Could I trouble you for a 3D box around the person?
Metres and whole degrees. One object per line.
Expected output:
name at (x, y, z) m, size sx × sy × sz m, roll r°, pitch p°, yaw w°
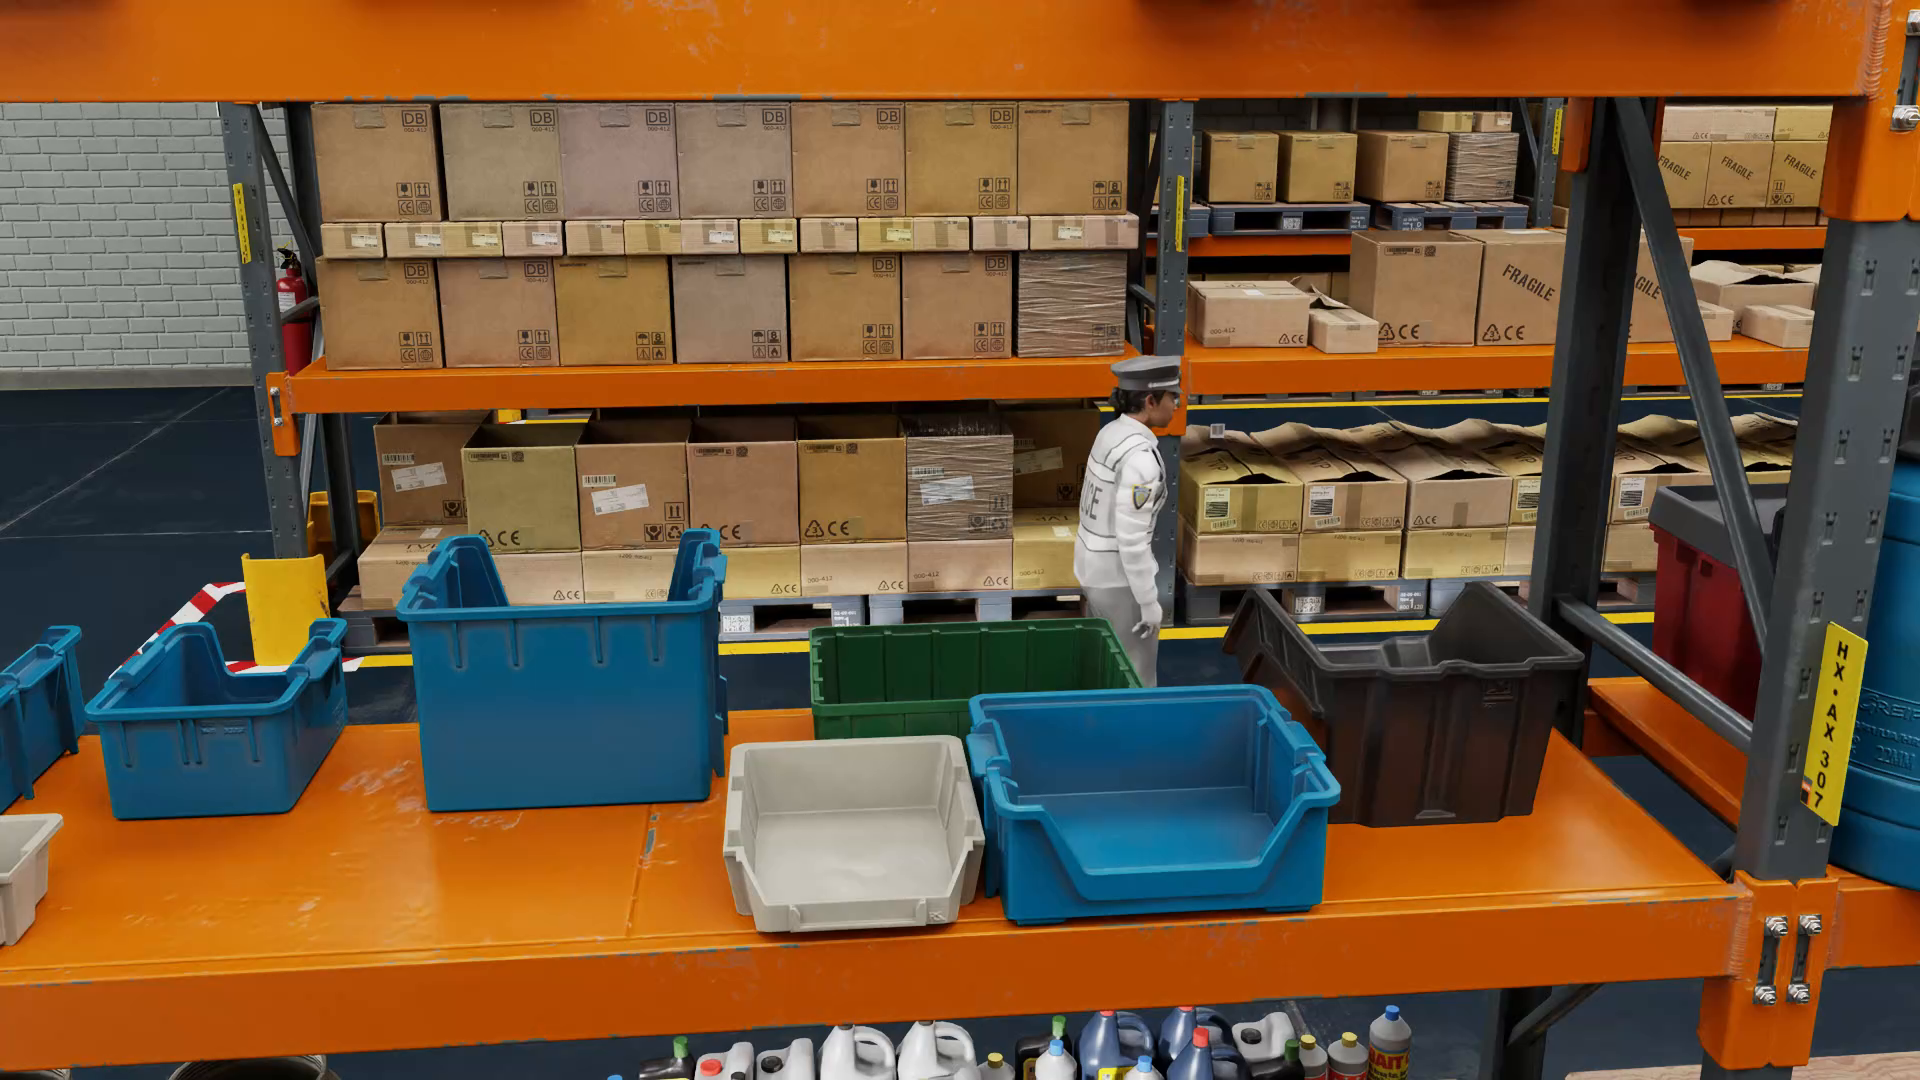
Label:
person at (0.603, 0.162, 6.001) m, size 0.372 × 1.663 × 0.529 m, roll -2°, pitch 17°, yaw -5°
